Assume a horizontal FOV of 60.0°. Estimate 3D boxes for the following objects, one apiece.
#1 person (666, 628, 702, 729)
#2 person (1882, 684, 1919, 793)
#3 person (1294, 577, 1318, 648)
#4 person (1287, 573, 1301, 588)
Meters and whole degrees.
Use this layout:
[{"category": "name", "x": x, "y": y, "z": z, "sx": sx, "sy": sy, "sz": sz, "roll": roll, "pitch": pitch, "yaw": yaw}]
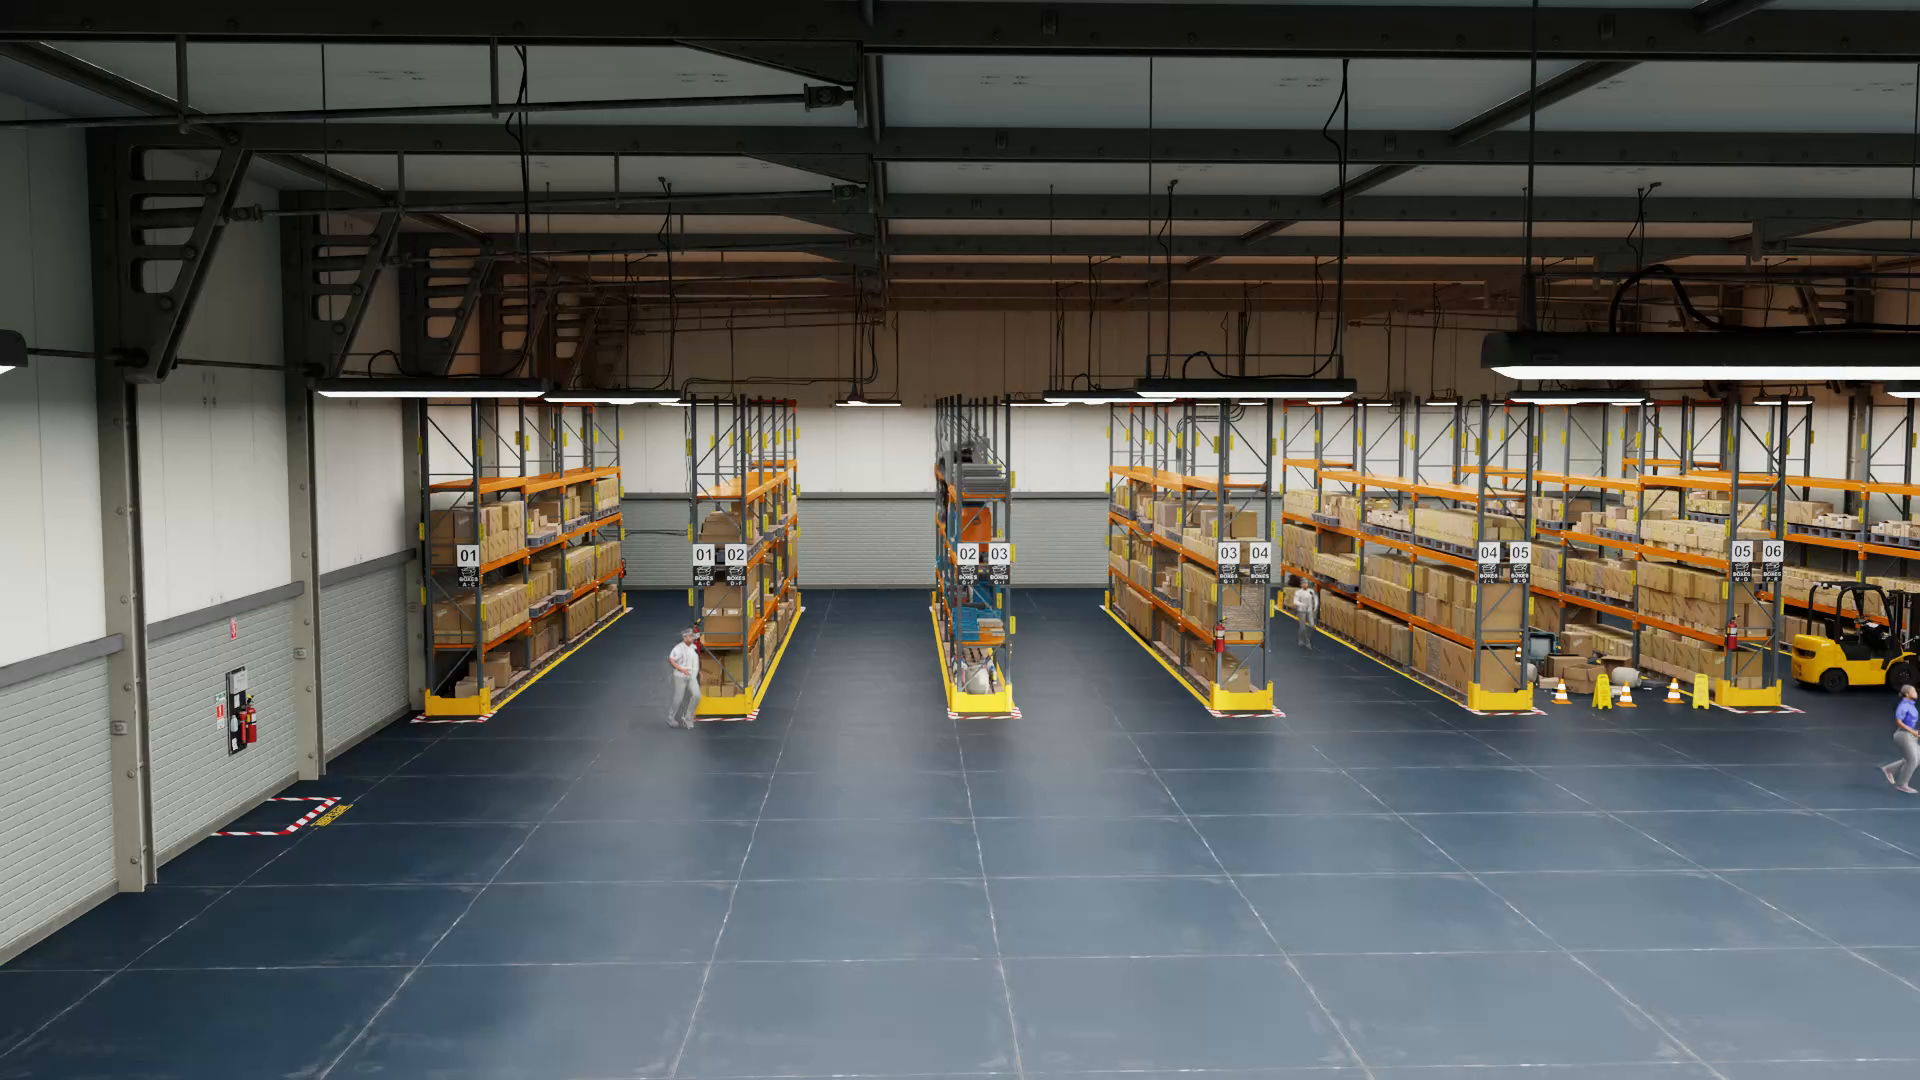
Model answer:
[{"category": "person", "x": -4.926, "y": 2.496, "z": 30.043, "sx": 0.714, "sy": 1.796, "sz": 0.643, "roll": -4, "pitch": 6, "yaw": -42}, {"category": "person", "x": 14.103, "y": 2.963, "z": 24.876, "sx": 0.557, "sy": 1.624, "sz": 0.564, "roll": 4, "pitch": 6, "yaw": 38}, {"category": "person", "x": 8.332, "y": 1.751, "z": 40.037, "sx": 0.618, "sy": 1.711, "sz": 0.706, "roll": 0, "pitch": 4, "yaw": 1}, {"category": "person", "x": 9.929, "y": 1.019, "z": 49.096, "sx": 0.625, "sy": 1.694, "sz": 0.788, "roll": 2, "pitch": 5, "yaw": 21}]
